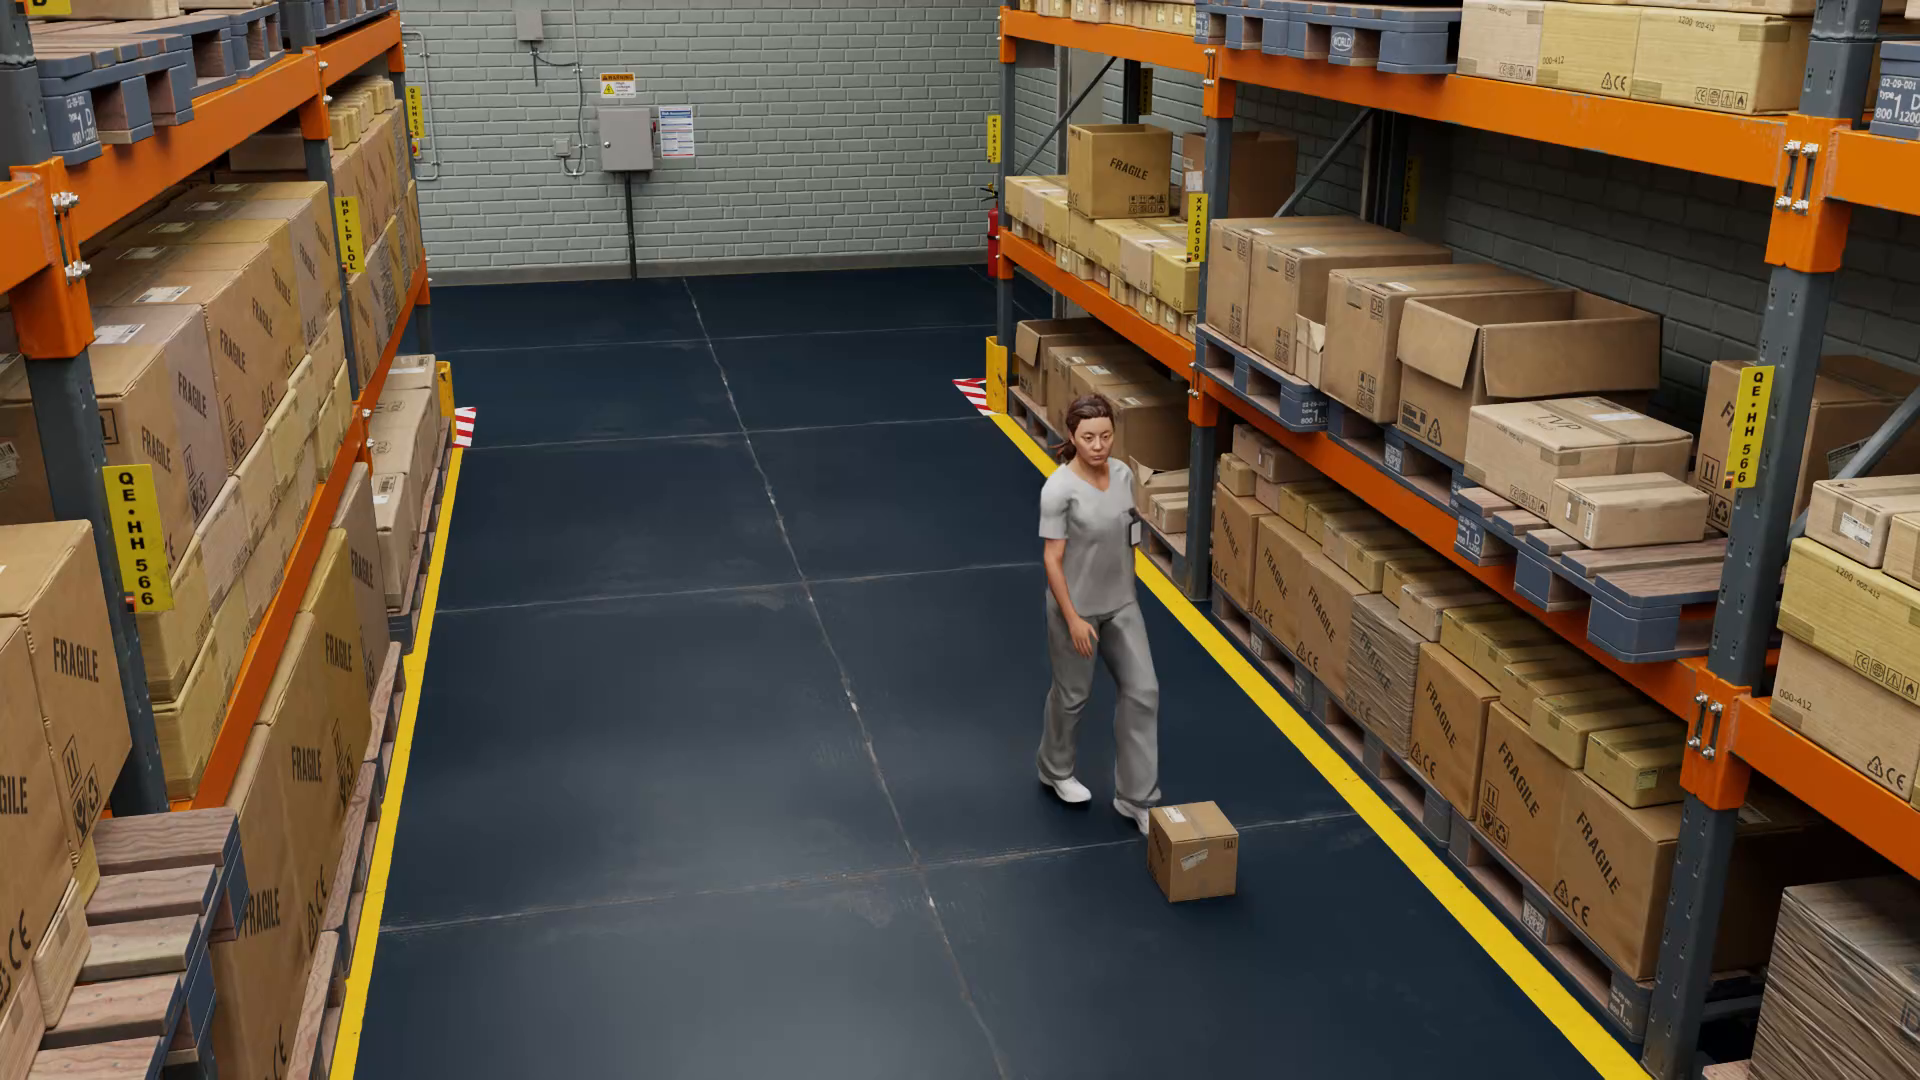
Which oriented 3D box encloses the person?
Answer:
[{"bbox_3d":[0.544,0.295,6.270,0.494,1.702,0.670,-10,22,-26],"label":"person"}]
